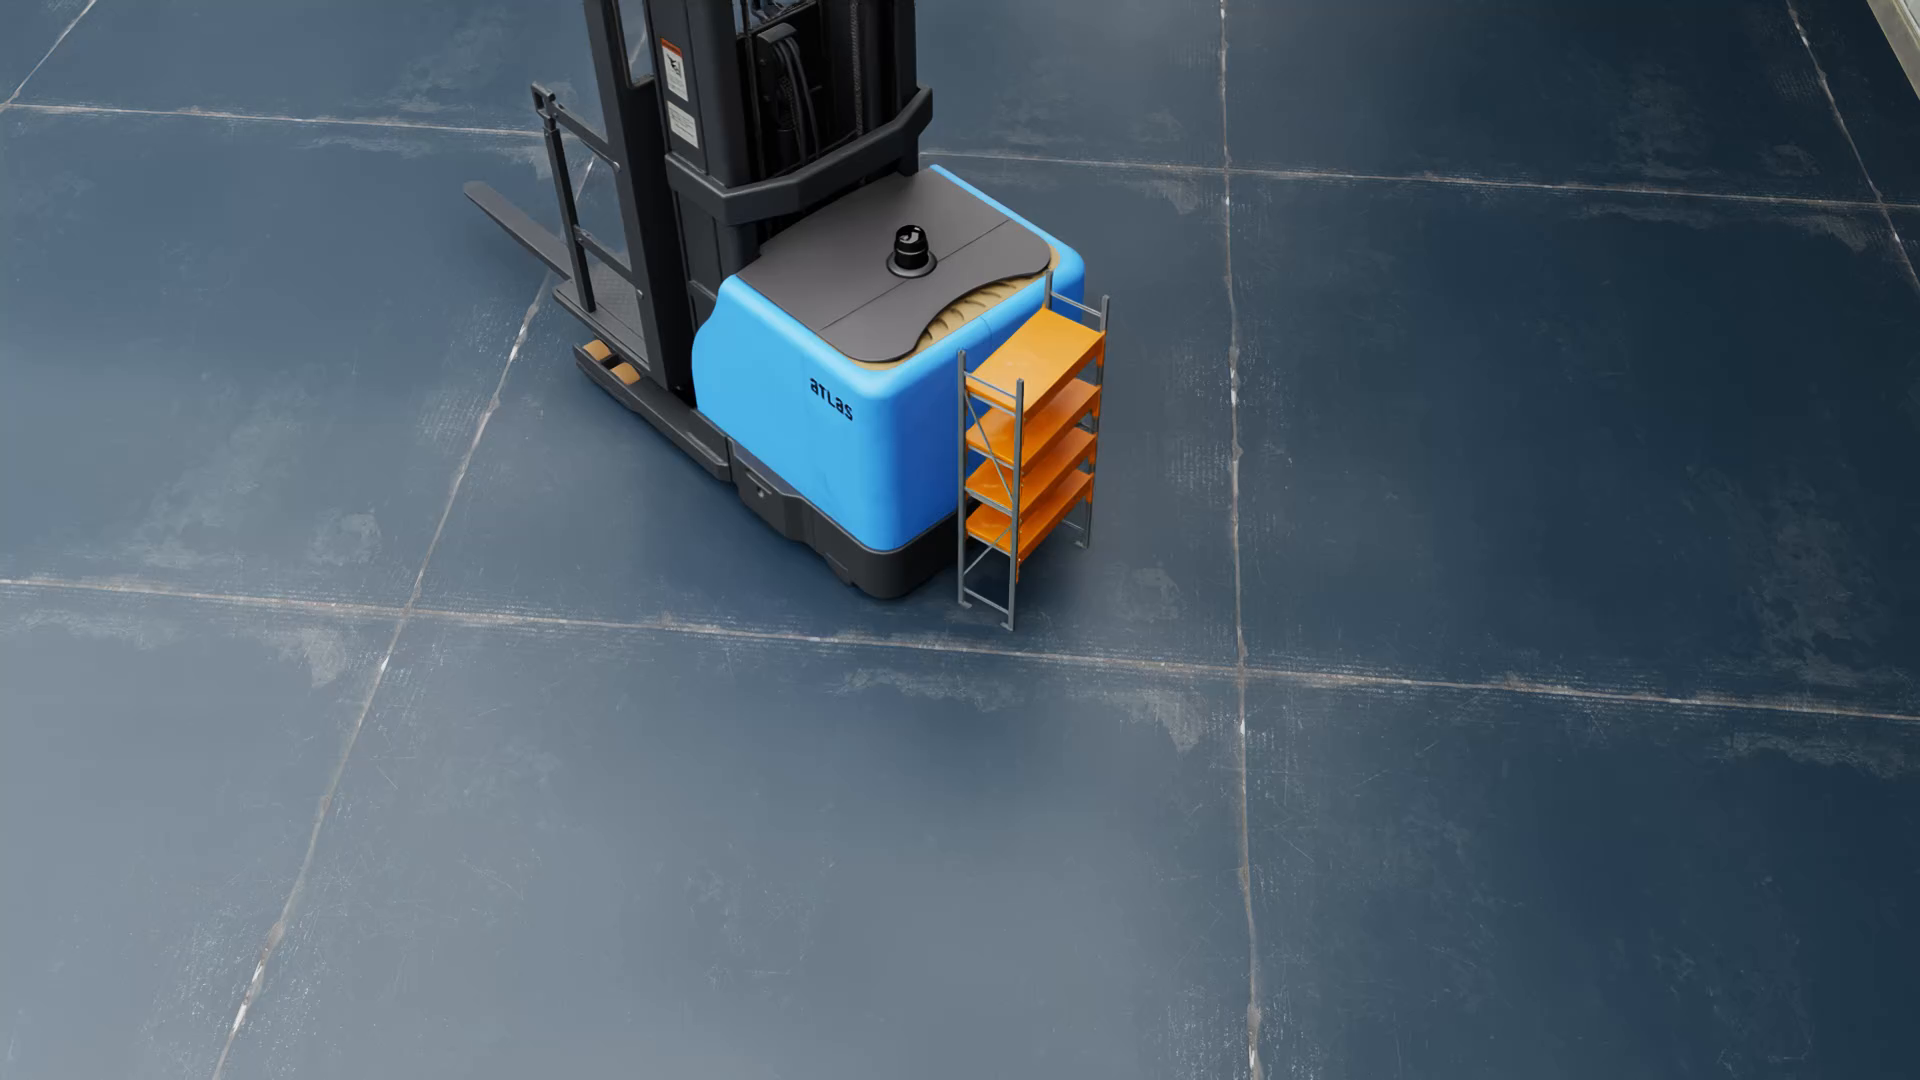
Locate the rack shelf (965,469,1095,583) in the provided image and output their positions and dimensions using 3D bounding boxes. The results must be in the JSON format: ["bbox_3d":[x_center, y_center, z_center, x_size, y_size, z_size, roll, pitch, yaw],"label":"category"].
[{"bbox_3d":[0.238,-0.098,5.887,0.258,0.148,0.480,28,53,23],"label":"rack shelf"}]

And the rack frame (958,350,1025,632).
[{"bbox_3d":[0.096,-0.131,5.557,0.240,1.200,0.015,28,53,23],"label":"rack frame"}]

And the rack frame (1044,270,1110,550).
[{"bbox_3d":[0.381,-0.423,5.824,0.240,1.200,0.015,28,53,23],"label":"rack frame"}]

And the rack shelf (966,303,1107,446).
[{"bbox_3d":[0.238,-0.542,5.400,0.258,0.148,0.480,28,53,23],"label":"rack shelf"}]

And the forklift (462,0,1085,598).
[{"bbox_3d":[-0.931,-1.775,5.887,1.130,2.935,3.031,-35,56,-28],"label":"forklift"}]

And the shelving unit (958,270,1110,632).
[{"bbox_3d":[0.238,-0.277,5.690,0.258,1.200,0.503,28,53,23],"label":"shelving unit"}]

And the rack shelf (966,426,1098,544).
[{"bbox_3d":[0.238,-0.232,5.740,0.258,0.148,0.480,28,53,23],"label":"rack shelf"}]

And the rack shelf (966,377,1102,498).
[{"bbox_3d":[0.238,-0.383,5.575,0.258,0.148,0.480,28,53,23],"label":"rack shelf"}]
